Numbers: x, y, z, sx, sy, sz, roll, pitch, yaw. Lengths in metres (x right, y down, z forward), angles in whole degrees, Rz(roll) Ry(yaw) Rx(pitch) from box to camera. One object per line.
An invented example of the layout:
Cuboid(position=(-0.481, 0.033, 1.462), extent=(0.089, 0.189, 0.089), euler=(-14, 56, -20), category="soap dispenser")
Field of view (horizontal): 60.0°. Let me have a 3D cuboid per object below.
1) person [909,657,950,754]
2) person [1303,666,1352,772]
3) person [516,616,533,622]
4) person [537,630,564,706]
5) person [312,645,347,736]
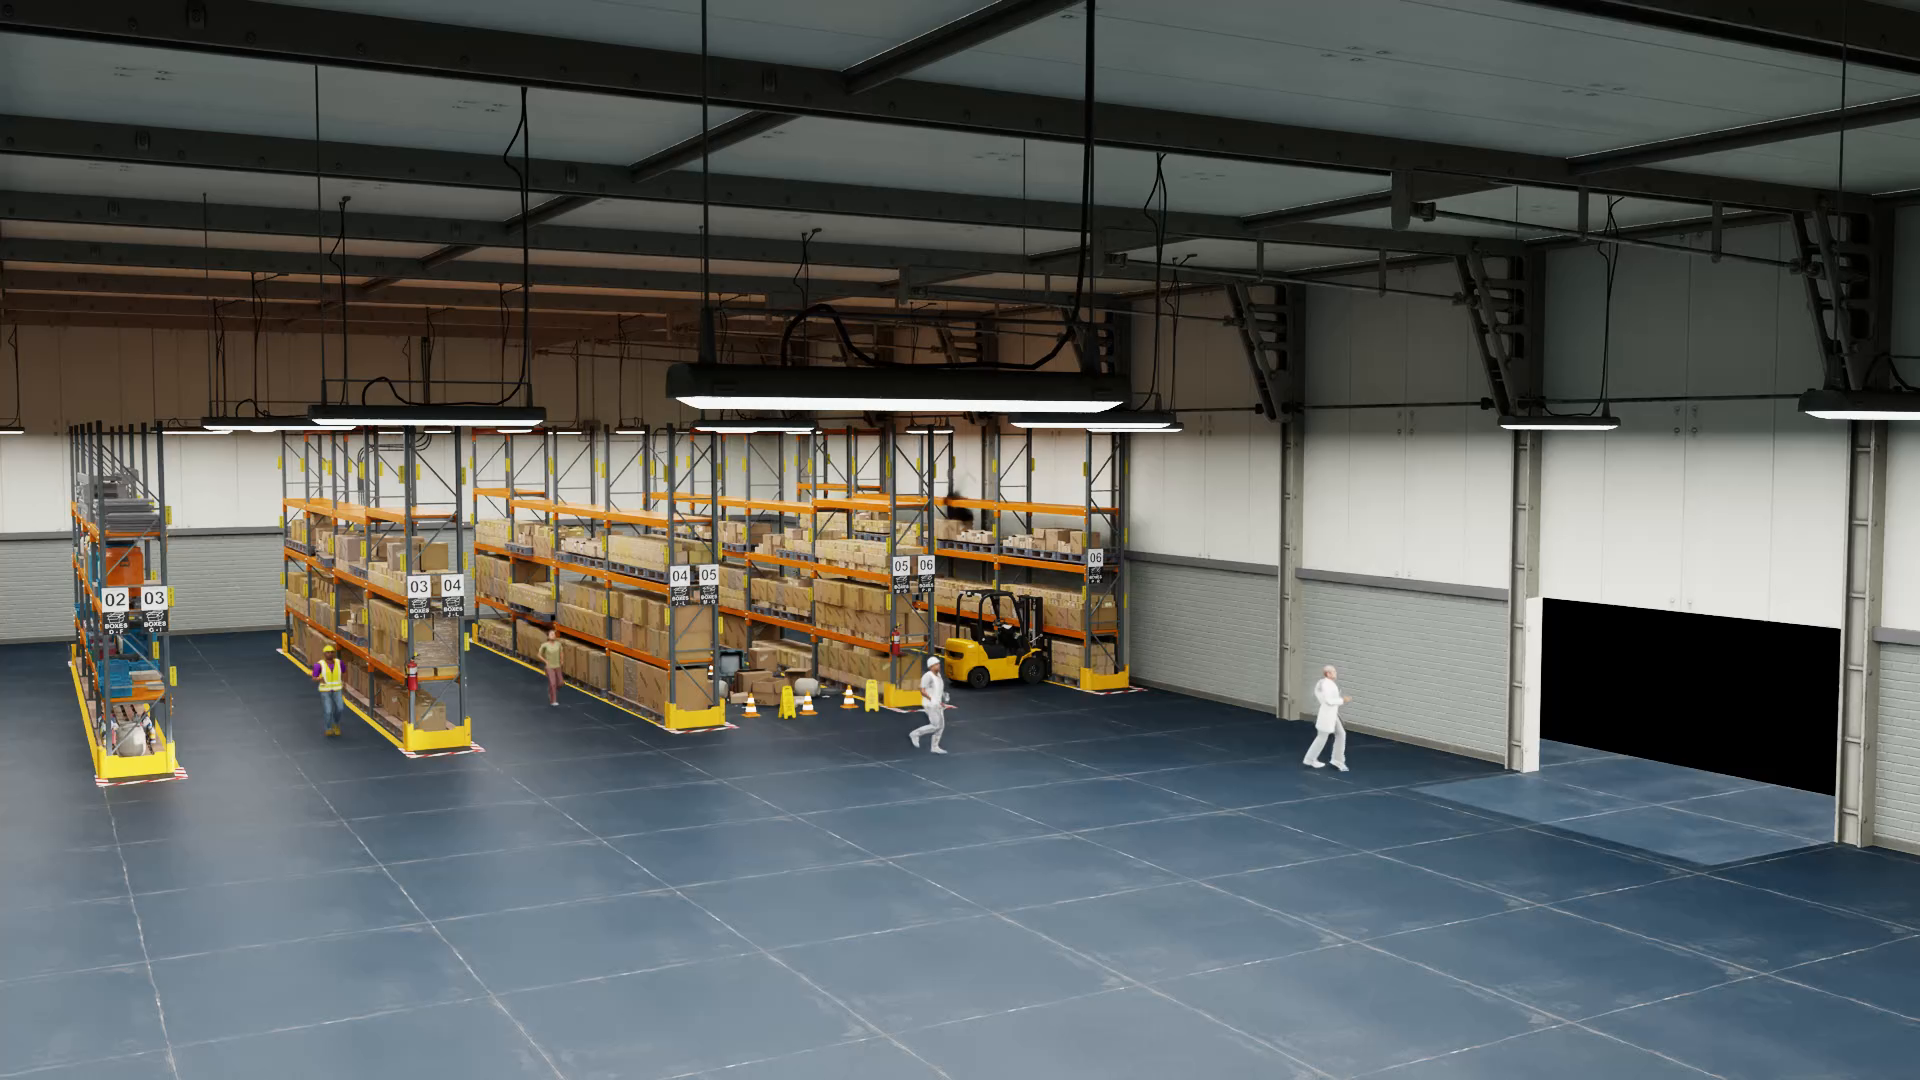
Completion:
Cuboid(position=(-0.548, 2.992, 30.201), extent=(0.661, 1.758, 0.678), euler=(1, 4, 18), category="person")
Cuboid(position=(6.312, 3.067, 28.524), extent=(0.811, 1.837, 0.699), euler=(1, 4, 20), category="person")
Cuboid(position=(-12.715, 1.956, 48.422), extent=(0.634, 1.634, 0.608), euler=(2, 4, 32), category="person")
Cuboid(position=(-8.723, 2.715, 35.502), extent=(0.578, 1.618, 0.579), euler=(-2, 4, -35), category="person")
Cuboid(position=(-11.986, 2.888, 31.727), extent=(0.680, 1.749, 0.626), euler=(-2, 4, -32), category="person")
